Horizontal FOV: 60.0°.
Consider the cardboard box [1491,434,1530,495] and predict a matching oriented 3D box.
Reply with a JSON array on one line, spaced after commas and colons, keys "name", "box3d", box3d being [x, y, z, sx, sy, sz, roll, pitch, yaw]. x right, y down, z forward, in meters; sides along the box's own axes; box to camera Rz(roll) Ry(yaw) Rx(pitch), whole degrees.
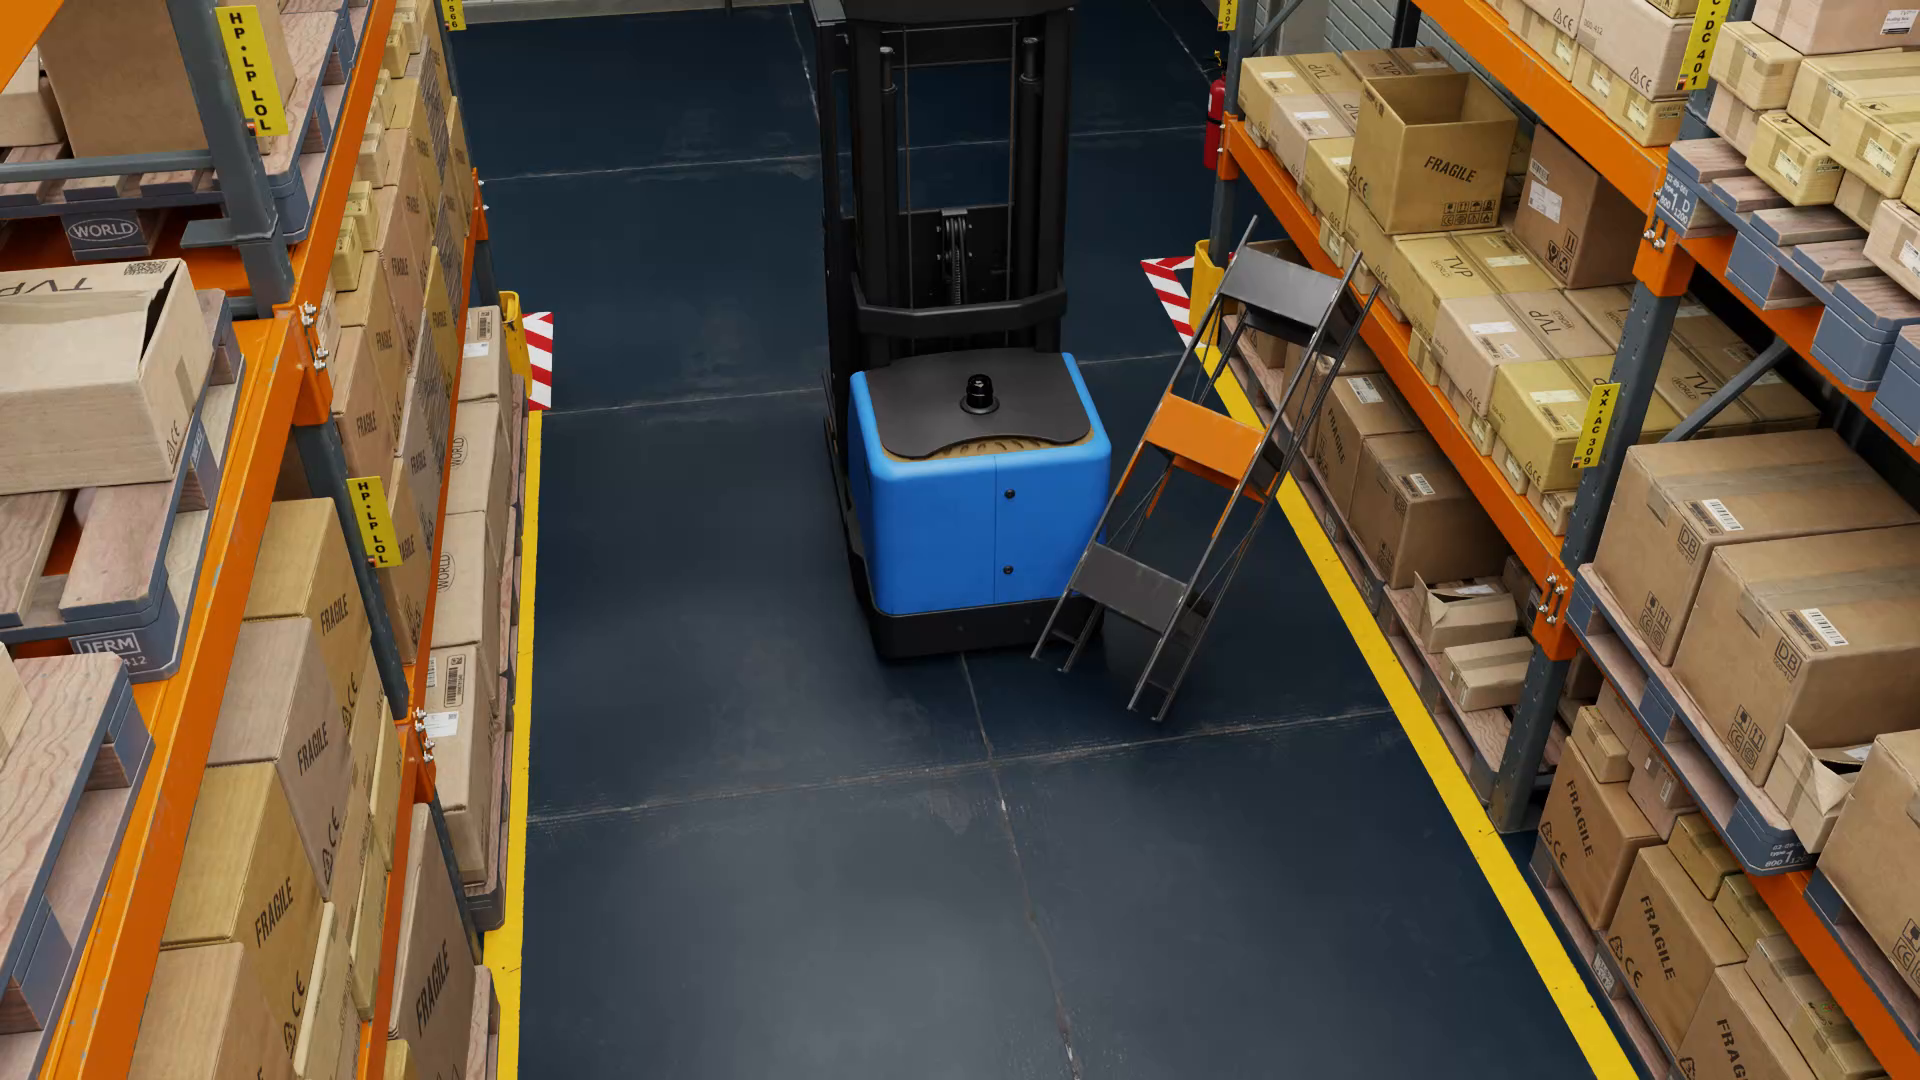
[{"name": "cardboard box", "box3d": [2.259, -0.317, 6.317, 0.380, 0.149, 0.250, -5, 38, -7]}]

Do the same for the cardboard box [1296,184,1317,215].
[{"name": "cardboard box", "box3d": [1.871, -1.721, 8.125, 0.380, 0.149, 0.250, -5, 38, -7]}]

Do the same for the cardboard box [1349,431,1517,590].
[{"name": "cardboard box", "box3d": [2.237, -0.163, 7.610, 0.700, 0.500, 0.500, -8, 38, -10]}]

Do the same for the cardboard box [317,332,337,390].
[{"name": "cardboard box", "box3d": [-2.055, -0.468, 4.883, 0.380, 0.149, 0.250, -7, 38, -9]}]

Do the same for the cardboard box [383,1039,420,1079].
[{"name": "cardboard box", "box3d": [-1.902, 2.025, 4.489, 0.875, 0.875, 0.875, -5, 38, -7]}]

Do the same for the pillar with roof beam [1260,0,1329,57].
[{"name": "pillar with roof beam", "box3d": [-1.894, -6.143, 8.722, 9.100, 9.000, 0.400, -6, 38, -8]}]

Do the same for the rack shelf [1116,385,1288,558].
[{"name": "rack shelf", "box3d": [1.046, -0.284, 7.069, 0.480, 0.431, 0.518, 26, 89, 29]}]

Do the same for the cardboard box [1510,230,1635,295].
[{"name": "cardboard box", "box3d": [2.626, -1.096, 6.995, 0.500, 0.250, 0.500, -5, 38, -7]}]

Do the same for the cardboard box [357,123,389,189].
[{"name": "cardboard box", "box3d": [-2.304, -1.390, 6.069, 0.380, 0.149, 0.250, -6, 38, -8]}]

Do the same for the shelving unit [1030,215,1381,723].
[{"name": "shelving unit", "box3d": [1.052, -0.297, 7.069, 0.503, 0.431, 2.100, 26, 89, 29]}]

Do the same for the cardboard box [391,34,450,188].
[{"name": "cardboard box", "box3d": [-2.517, -1.832, 7.166, 0.500, 0.500, 0.500, -6, 38, -8]}]

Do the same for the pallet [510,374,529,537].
[{"name": "pallet", "box3d": [-2.740, -0.400, 8.492, 1.003, 0.211, 1.213, -6, 38, -8]}]

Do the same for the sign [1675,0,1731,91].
[{"name": "sign", "box3d": [2.098, -1.421, 4.668, 0.100, 0.325, 0.005, -6, 38, -8]}]

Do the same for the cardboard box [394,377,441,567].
[{"name": "cardboard box", "box3d": [-2.164, -0.215, 5.900, 0.500, 0.500, 0.500, -6, 38, -8]}]

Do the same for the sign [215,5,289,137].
[{"name": "sign", "box3d": [-1.723, -1.137, 4.045, 0.100, 0.325, 0.005, -6, 38, -8]}]

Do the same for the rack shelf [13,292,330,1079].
[{"name": "rack shelf", "box3d": [-1.905, 0.748, 2.883, 1.077, 0.370, 4.000, -6, 38, -8]}]

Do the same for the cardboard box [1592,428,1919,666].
[{"name": "cardboard box", "box3d": [2.495, 0.015, 5.261, 0.700, 0.500, 0.500, -5, 38, -7]}]

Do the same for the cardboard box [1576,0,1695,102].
[{"name": "cardboard box", "box3d": [2.299, -1.603, 5.203, 0.500, 0.250, 0.500, -6, 38, -8]}]

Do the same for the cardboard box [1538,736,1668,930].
[{"name": "cardboard box", "box3d": [2.494, 1.042, 6.059, 0.500, 0.500, 0.500, -5, 38, -6]}]

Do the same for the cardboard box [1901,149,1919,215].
[{"name": "cardboard box", "box3d": [2.442, -0.812, 3.844, 0.380, 0.149, 0.250, -7, 38, -9]}]

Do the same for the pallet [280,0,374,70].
[{"name": "pallet", "box3d": [-2.599, -1.939, 5.829, 1.003, 0.211, 1.213, -6, 38, -8]}]

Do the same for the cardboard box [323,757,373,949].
[{"name": "cardboard box", "box3d": [-1.844, 0.844, 4.334, 0.500, 0.250, 0.500, -5, 38, -7]}]

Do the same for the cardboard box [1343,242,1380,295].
[{"name": "cardboard box", "box3d": [1.960, -1.244, 7.511, 0.380, 0.149, 0.250, -5, 38, -7]}]

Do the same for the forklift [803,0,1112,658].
[{"name": "forklift", "box3d": [-0.108, -1.538, 7.741, 1.130, 2.935, 3.031, -6, 38, -8]}]

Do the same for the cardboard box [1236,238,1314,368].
[{"name": "cardboard box", "box3d": [1.943, -1.312, 9.086, 0.797, 0.503, 0.637, -8, 38, -10]}]

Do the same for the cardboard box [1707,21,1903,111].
[{"name": "cardboard box", "box3d": [2.251, -1.276, 4.441, 0.380, 0.149, 0.250, -5, 38, -7]}]

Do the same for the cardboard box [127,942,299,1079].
[{"name": "cardboard box", "box3d": [-1.657, 1.180, 3.289, 0.500, 0.500, 0.500, -6, 38, -7]}]

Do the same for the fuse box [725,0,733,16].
[{"name": "fuse box", "box3d": [-1.875, -5.008, 13.201, 0.539, 1.711, 0.414, -6, 38, -8]}]

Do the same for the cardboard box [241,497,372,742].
[{"name": "cardboard box", "box3d": [-1.930, 0.249, 4.488, 0.500, 0.500, 0.500, -5, 38, -6]}]

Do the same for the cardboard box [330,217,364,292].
[{"name": "cardboard box", "box3d": [-2.186, -0.928, 5.474, 0.380, 0.149, 0.250, -6, 38, -8]}]

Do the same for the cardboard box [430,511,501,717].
[{"name": "cardboard box", "box3d": [-2.418, 0.355, 6.994, 0.875, 0.438, 0.875, -7, 38, -9]}]

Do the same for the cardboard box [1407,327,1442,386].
[{"name": "cardboard box", "box3d": [2.098, -0.784, 6.918, 0.380, 0.149, 0.250, -7, 38, -9]}]

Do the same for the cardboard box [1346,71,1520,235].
[{"name": "cardboard box", "box3d": [2.007, -1.657, 7.106, 0.500, 0.500, 0.500, -5, 38, -7]}]

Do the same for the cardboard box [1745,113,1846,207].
[{"name": "cardboard box", "box3d": [2.303, -1.003, 4.332, 0.380, 0.149, 0.250, -6, 38, -7]}]

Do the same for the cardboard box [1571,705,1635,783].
[{"name": "cardboard box", "box3d": [2.432, 0.715, 5.951, 0.380, 0.149, 0.250, -5, 38, -6]}]

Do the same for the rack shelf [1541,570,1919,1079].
[{"name": "rack shelf", "box3d": [2.981, 1.397, 4.494, 1.077, 0.370, 4.000, -6, 38, -8]}]

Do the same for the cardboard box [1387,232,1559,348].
[{"name": "cardboard box", "box3d": [2.124, -1.039, 6.922, 0.500, 0.250, 0.500, -6, 38, -8]}]

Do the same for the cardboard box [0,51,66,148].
[{"name": "cardboard box", "box3d": [-2.683, -1.247, 4.551, 0.396, 0.266, 0.258, -5, 38, -6]}]

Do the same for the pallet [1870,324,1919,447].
[{"name": "pallet", "box3d": [2.861, -0.178, 3.643, 1.213, 0.211, 1.003, -6, 38, -8]}]

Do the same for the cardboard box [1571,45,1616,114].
[{"name": "cardboard box", "box3d": [2.237, -1.514, 5.414, 0.380, 0.149, 0.250, -6, 38, -8]}]

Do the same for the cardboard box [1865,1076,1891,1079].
[{"name": "cardboard box", "box3d": [2.798, 1.657, 4.739, 0.380, 0.149, 0.250, -6, 38, -8]}]

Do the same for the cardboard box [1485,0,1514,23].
[{"name": "cardboard box", "box3d": [2.142, -1.991, 6.027, 0.380, 0.149, 0.250, -5, 38, -6]}]

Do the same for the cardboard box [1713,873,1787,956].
[{"name": "cardboard box", "box3d": [2.674, 1.192, 5.337, 0.380, 0.149, 0.250, -7, 38, -9]}]

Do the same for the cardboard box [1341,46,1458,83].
[{"name": "cardboard box", "box3d": [2.271, -2.320, 8.572, 0.500, 0.250, 0.500, -5, 38, -7]}]

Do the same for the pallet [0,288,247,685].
[{"name": "pallet", "box3d": [-2.046, -0.120, 3.570, 0.805, 0.209, 1.217, -8, 39, -10]}]

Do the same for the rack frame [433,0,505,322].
[{"name": "rack frame", "box3d": [-2.957, -1.975, 8.248, 1.000, 3.000, 0.127, -6, 38, -8]}]

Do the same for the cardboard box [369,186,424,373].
[{"name": "cardboard box", "box3d": [-2.262, -0.924, 5.997, 0.500, 0.500, 0.500, -6, 38, -7]}]

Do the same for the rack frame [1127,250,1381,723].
[{"name": "rack frame", "box3d": [1.244, -0.202, 6.951, 0.015, 0.400, 2.100, 26, 89, 29]}]

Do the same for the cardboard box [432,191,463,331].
[{"name": "cardboard box", "box3d": [-2.439, -1.138, 7.088, 0.500, 0.500, 0.500, -5, 38, -7]}]

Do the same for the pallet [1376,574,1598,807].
[{"name": "pallet", "box3d": [2.511, 0.591, 7.217, 1.003, 0.211, 1.213, -6, 38, -8]}]

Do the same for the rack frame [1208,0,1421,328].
[{"name": "rack frame", "box3d": [1.929, -2.511, 8.938, 1.000, 3.000, 0.127, -6, 38, -8]}]

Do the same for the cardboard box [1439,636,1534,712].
[{"name": "cardboard box", "box3d": [2.244, 0.560, 6.966, 0.380, 0.149, 0.250, -7, 38, -9]}]

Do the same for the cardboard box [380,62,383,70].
[{"name": "cardboard box", "box3d": [-2.521, -1.851, 6.662, 0.380, 0.149, 0.250, -7, 38, -8]}]

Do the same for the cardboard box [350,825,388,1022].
[{"name": "cardboard box", "box3d": [-1.841, 1.052, 4.474, 0.500, 0.250, 0.500, -7, 38, -9]}]

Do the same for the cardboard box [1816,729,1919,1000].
[{"name": "cardboard box", "box3d": [2.724, 0.802, 4.248, 0.700, 0.500, 0.500, -6, 38, -8]}]

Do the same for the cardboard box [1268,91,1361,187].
[{"name": "cardboard box", "box3d": [1.832, -1.962, 8.110, 0.500, 0.250, 0.500, -6, 38, -7]}]

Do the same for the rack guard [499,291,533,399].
[{"name": "rack guard", "box3d": [-2.961, -1.003, 9.033, 1.175, 0.500, 0.348, -6, 38, -8]}]
